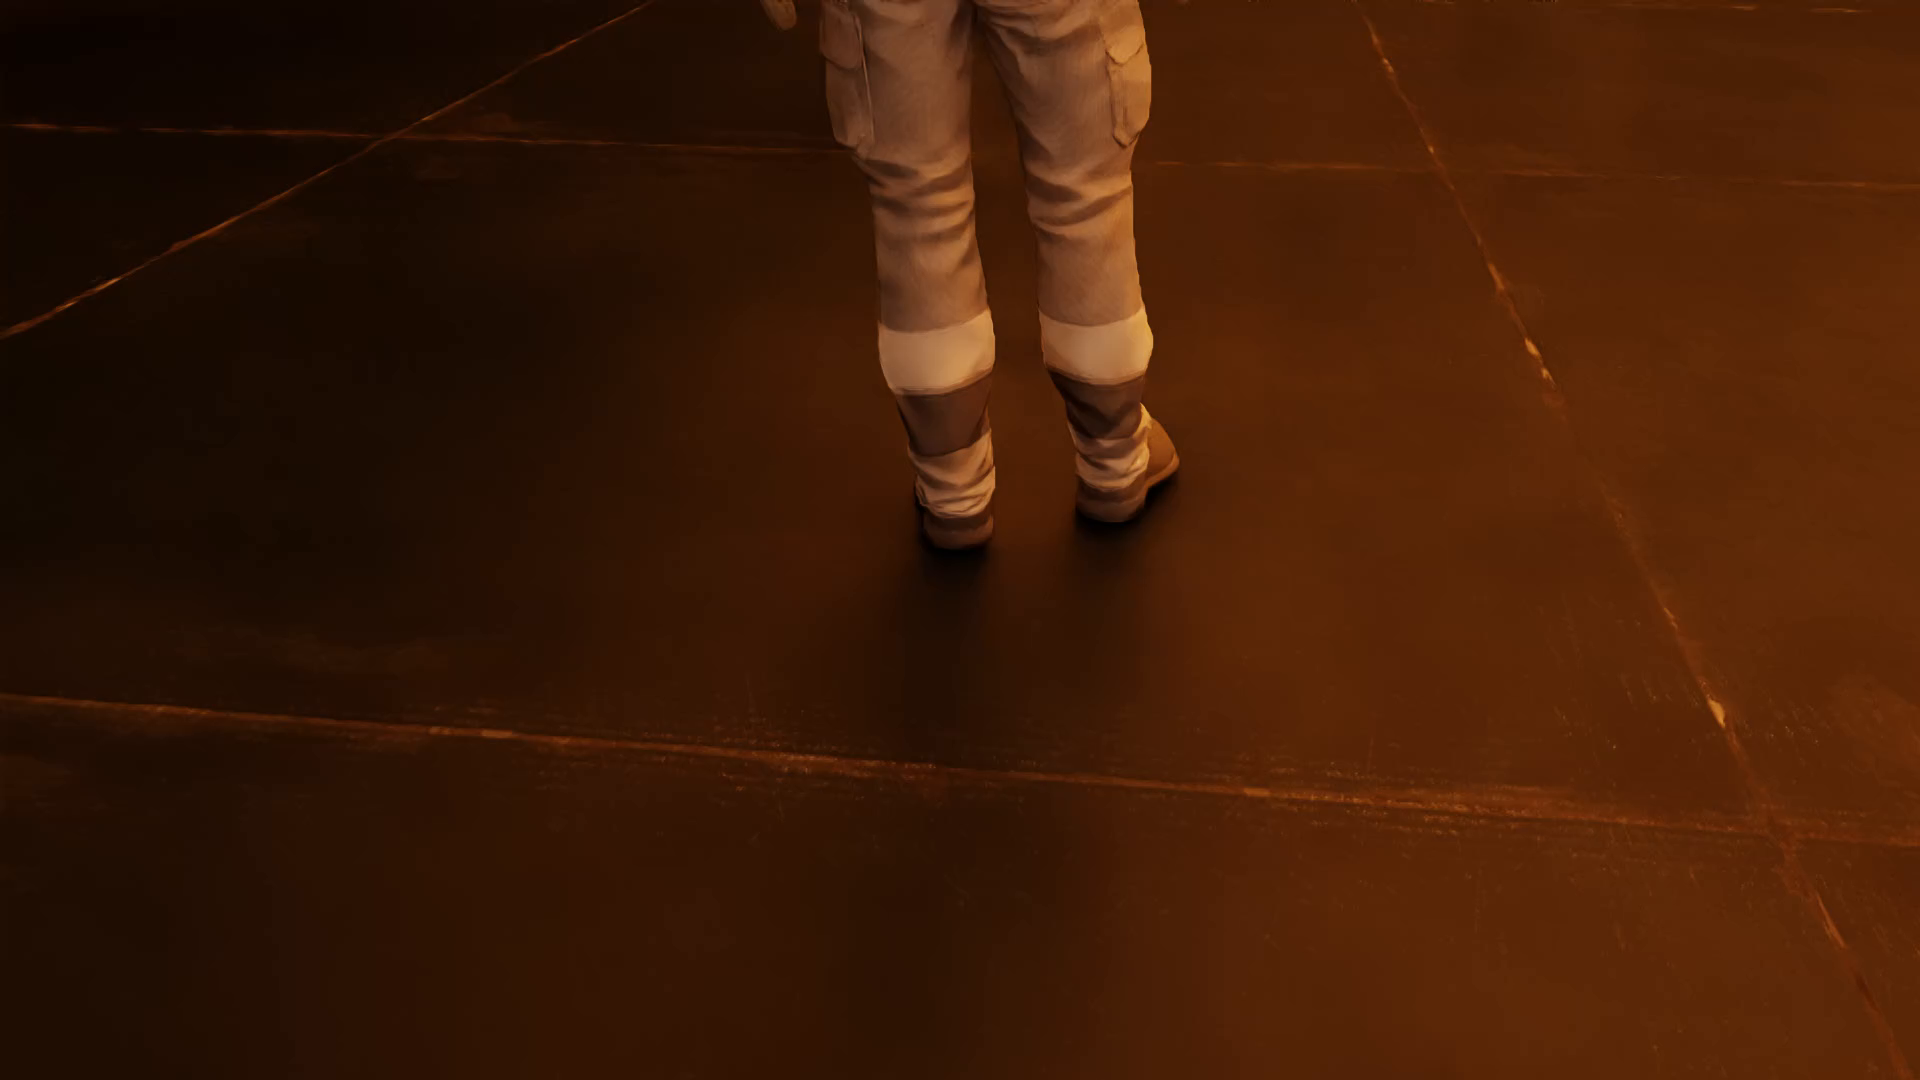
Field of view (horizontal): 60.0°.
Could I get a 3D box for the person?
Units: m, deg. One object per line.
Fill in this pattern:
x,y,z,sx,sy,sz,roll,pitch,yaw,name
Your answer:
0.023,-0.842,2.168,0.636,1.787,0.563,3,27,7,person
